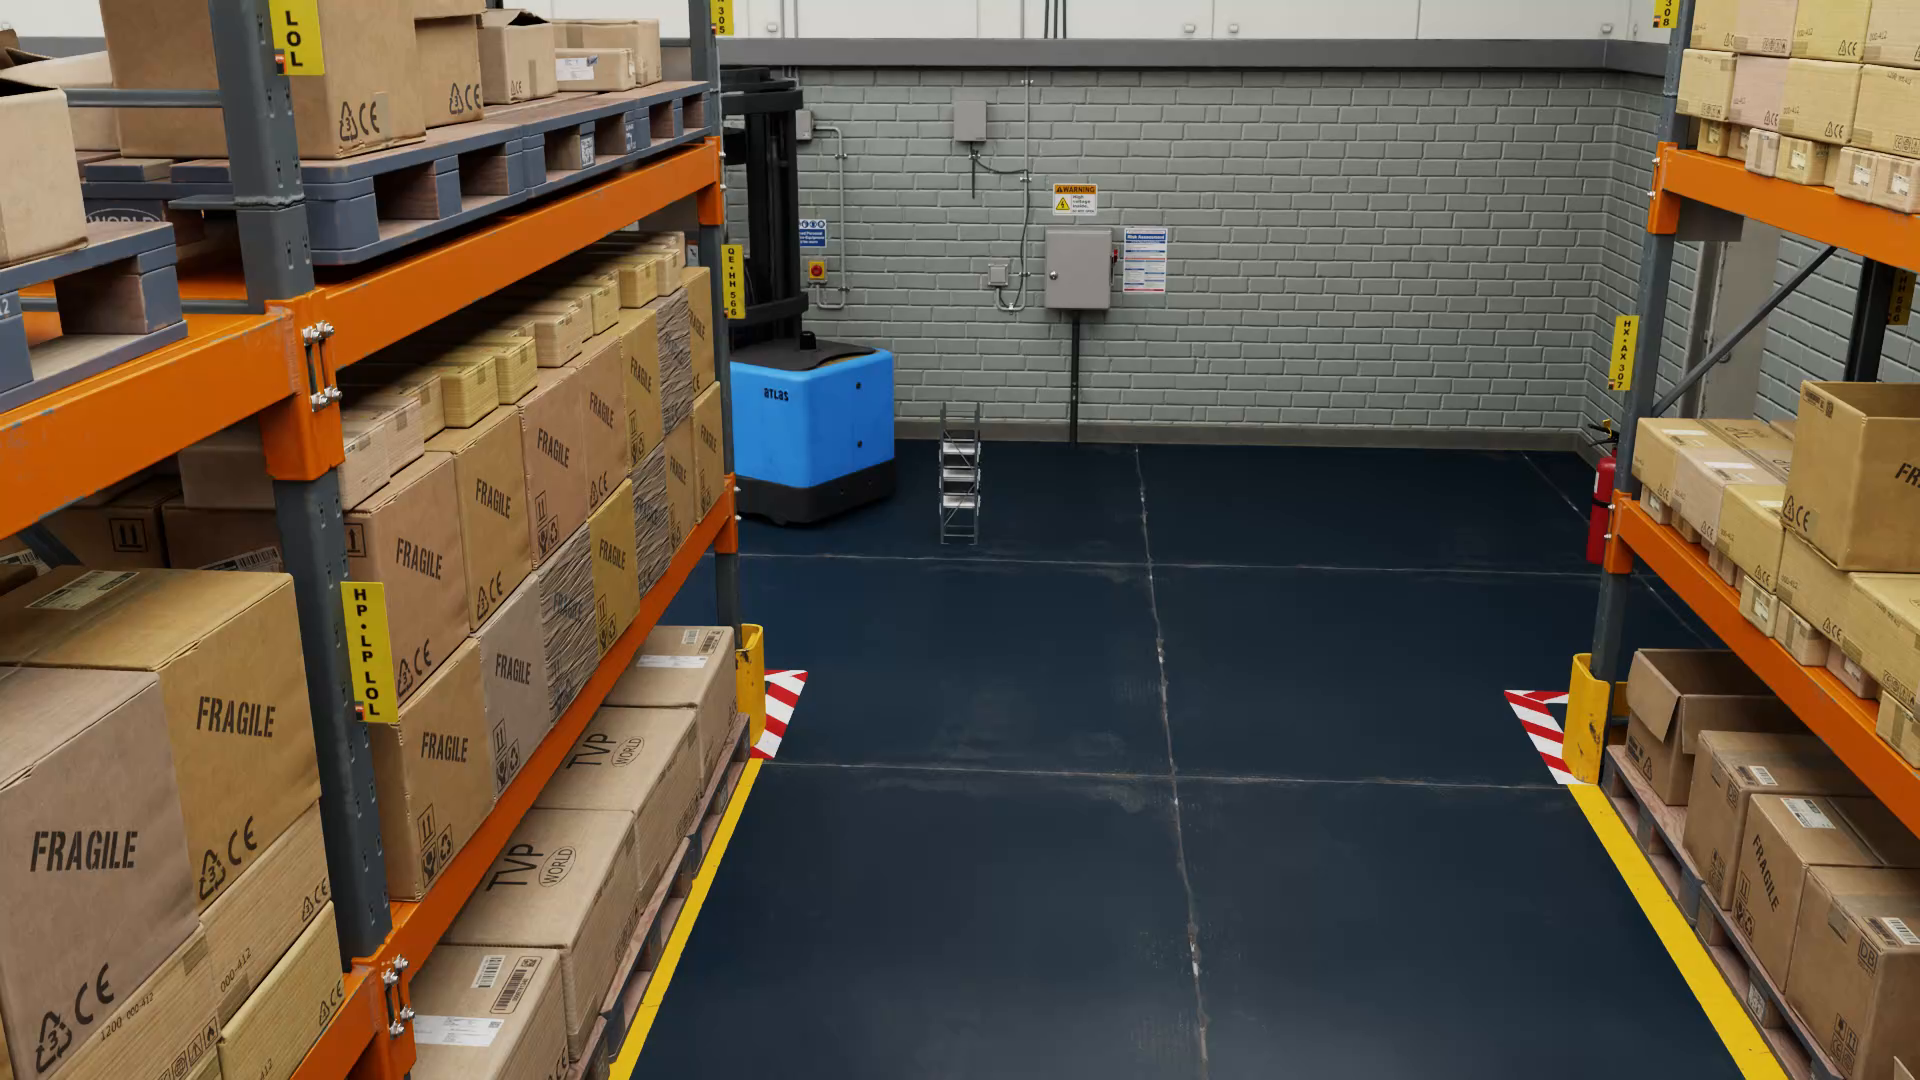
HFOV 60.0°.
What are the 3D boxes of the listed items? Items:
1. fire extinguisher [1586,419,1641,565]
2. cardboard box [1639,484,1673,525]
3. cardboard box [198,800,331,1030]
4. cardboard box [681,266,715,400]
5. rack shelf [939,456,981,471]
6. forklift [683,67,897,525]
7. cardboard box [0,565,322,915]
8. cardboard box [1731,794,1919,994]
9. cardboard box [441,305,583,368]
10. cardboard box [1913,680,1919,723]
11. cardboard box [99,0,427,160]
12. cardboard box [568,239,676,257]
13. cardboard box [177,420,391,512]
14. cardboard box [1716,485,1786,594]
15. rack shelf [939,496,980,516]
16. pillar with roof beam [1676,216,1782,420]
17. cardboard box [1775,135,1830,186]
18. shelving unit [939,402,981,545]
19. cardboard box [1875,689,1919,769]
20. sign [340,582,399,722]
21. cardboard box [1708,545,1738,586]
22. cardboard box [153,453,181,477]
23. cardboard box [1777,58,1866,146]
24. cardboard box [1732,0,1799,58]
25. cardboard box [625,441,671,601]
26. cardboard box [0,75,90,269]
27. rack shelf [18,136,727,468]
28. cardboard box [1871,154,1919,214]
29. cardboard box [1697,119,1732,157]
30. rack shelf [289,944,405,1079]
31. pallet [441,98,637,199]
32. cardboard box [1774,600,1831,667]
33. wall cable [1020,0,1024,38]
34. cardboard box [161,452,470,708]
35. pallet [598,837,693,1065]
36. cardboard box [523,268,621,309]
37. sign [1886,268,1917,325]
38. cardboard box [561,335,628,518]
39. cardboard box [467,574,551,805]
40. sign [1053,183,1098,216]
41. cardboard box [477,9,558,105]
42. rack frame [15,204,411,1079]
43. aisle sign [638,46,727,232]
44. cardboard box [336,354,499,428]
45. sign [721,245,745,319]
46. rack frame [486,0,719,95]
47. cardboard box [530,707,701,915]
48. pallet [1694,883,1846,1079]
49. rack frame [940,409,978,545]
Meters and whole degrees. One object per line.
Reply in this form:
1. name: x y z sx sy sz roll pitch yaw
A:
1. fire extinguisher: 2.957 -0.225 7.516 0.296 0.674 0.183 1 18 4
2. cardboard box: 3.110 -0.168 7.021 0.380 0.149 0.250 1 18 3
3. cardboard box: -1.620 0.726 3.329 0.500 0.250 0.500 1 18 4
4. cardboard box: -1.341 -0.860 6.965 0.500 0.500 0.500 2 18 6
5. rack shelf: 0.001 -0.484 10.773 0.258 0.077 0.200 1 18 4
6. forklift: -1.933 -1.834 11.814 3.031 2.935 1.130 13 22 34
7. cardboard box: -1.612 0.371 3.206 0.500 0.500 0.500 2 18 6
8. cardboard box: 3.031 1.220 5.723 0.500 0.500 0.500 2 18 5
9. cardboard box: -1.421 -0.646 5.270 0.380 0.149 0.250 1 18 4
10. cardboard box: 2.935 0.470 4.436 0.500 0.250 0.500 1 18 4
11. cardboard box: -1.579 -1.148 3.798 0.500 0.500 0.500 2 18 5
12. cardboard box: -1.364 -1.128 6.741 0.380 0.149 0.250 2 18 5
13. cardboard box: -1.549 -0.174 3.827 0.380 0.149 0.250 1 18 3
14. cardboard box: 3.037 -0.004 5.882 0.500 0.250 0.500 1 18 3
15. rack shelf: 0.001 -0.227 10.857 0.258 0.077 0.200 1 18 4
16. pillar with roof beam: 0.206 -4.147 9.128 9.100 9.000 0.400 1 18 4
17. cardboard box: 2.992 -1.277 5.590 0.380 0.149 0.250 1 18 4
18. shelving unit: 0.001 -0.430 10.791 0.258 0.900 0.210 1 18 4
19. cardboard box: 2.919 0.551 4.829 0.380 0.149 0.250 1 18 3
20. sign: -1.289 0.246 3.622 0.100 0.325 0.005 1 18 4
21. cardboard box: 3.075 0.072 6.290 0.380 0.149 0.250 2 18 6
22. cardboard box: -1.999 -0.264 4.102 0.380 0.149 0.250 2 18 5
23. cardboard box: 3.038 -1.430 5.415 0.500 0.250 0.500 1 18 2
24. cardboard box: 3.070 -1.826 5.823 0.500 0.250 0.500 1 18 4
25. cardboard box: -1.393 -0.069 6.156 0.500 0.500 0.500 2 18 6
26. cardboard box: -1.684 -0.555 2.450 0.500 0.311 0.500 1 18 4
27. rack shelf: -1.687 -0.955 5.359 1.077 0.370 4.000 1 18 4
28. cardboard box: 2.933 -1.044 4.878 0.380 0.149 0.250 2 18 5
29. cardboard box: 3.152 -1.595 6.561 0.380 0.149 0.250 2 18 5
30. rack shelf: -1.974 1.713 2.034 1.077 0.370 4.000 1 18 4
31. pallet: -1.671 -1.265 5.293 1.003 0.211 1.213 1 18 4
32. cardboard box: 2.970 0.314 5.552 0.380 0.149 0.250 2 18 5
33. wall cable: -0.667 -5.099 12.032 2.355 3.000 0.029 1 18 4
34. cardboard box: -1.555 0.084 4.082 0.500 0.500 0.500 1 18 4
35. pallet: -1.613 1.460 6.127 1.003 0.211 1.213 1 18 4
36. cardboard box: -1.447 -0.889 6.012 0.380 0.149 0.250 1 18 3
37. sign: 3.959 -1.065 6.988 0.100 0.325 0.005 1 18 4
38. cardboard box: -1.426 -0.388 5.523 0.500 0.500 0.500 1 18 4
39. cardboard box: -1.496 0.406 4.706 0.500 0.500 0.500 1 18 4
40. sign: 0.882 -2.610 12.746 0.339 0.242 0.001 1 18 4
41. cardboard box: -1.701 -1.659 5.660 0.500 0.311 0.500 2 18 5
42. rack frame: -1.831 0.750 3.818 1.000 3.000 0.127 1 18 4
43. aisle sign: -1.230 -1.743 7.252 0.394 0.787 0.004 1 18 4
44. cardboard box: -1.492 -0.410 4.548 0.380 0.149 0.250 1 18 4
45. sign: -1.004 -1.139 7.342 0.100 0.325 0.005 1 18 4
46. rack frame: -1.544 -3.344 6.675 1.000 3.000 0.127 1 18 4
47. cardboard box: -1.549 1.017 6.443 0.875 0.438 0.875 2 18 5
48. pallet: 3.256 1.591 5.728 1.003 0.211 1.213 1 18 4
49. rack frame: -0.007 -0.399 10.694 0.240 0.900 0.006 1 18 4
